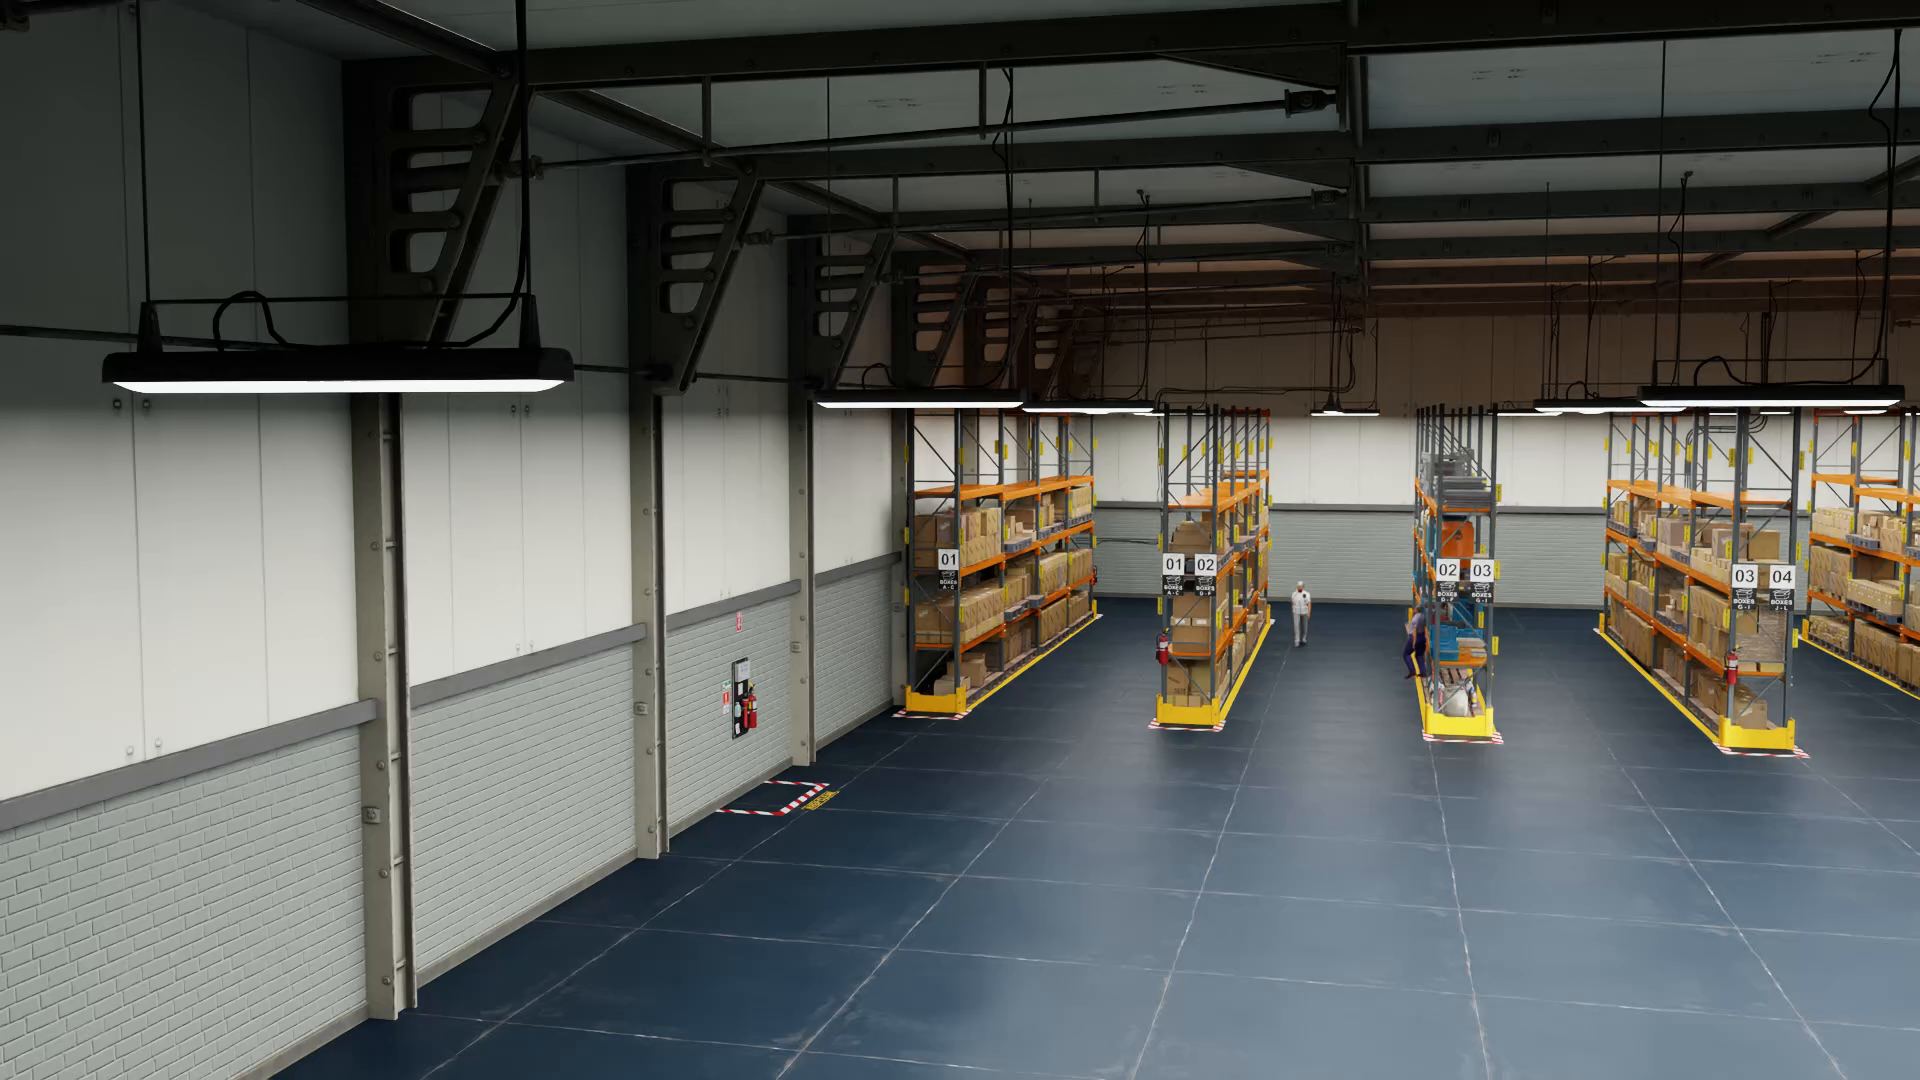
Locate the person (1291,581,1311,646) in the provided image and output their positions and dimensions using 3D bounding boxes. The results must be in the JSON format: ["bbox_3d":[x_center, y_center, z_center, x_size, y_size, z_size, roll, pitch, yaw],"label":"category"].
[{"bbox_3d":[8.625,1.843,42.047,0.492,1.605,1.034,1,4,11],"label":"person"}]

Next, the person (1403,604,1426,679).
[{"bbox_3d":[9.831,2.180,35.676,0.510,1.620,0.521,-2,4,-21],"label":"person"}]
